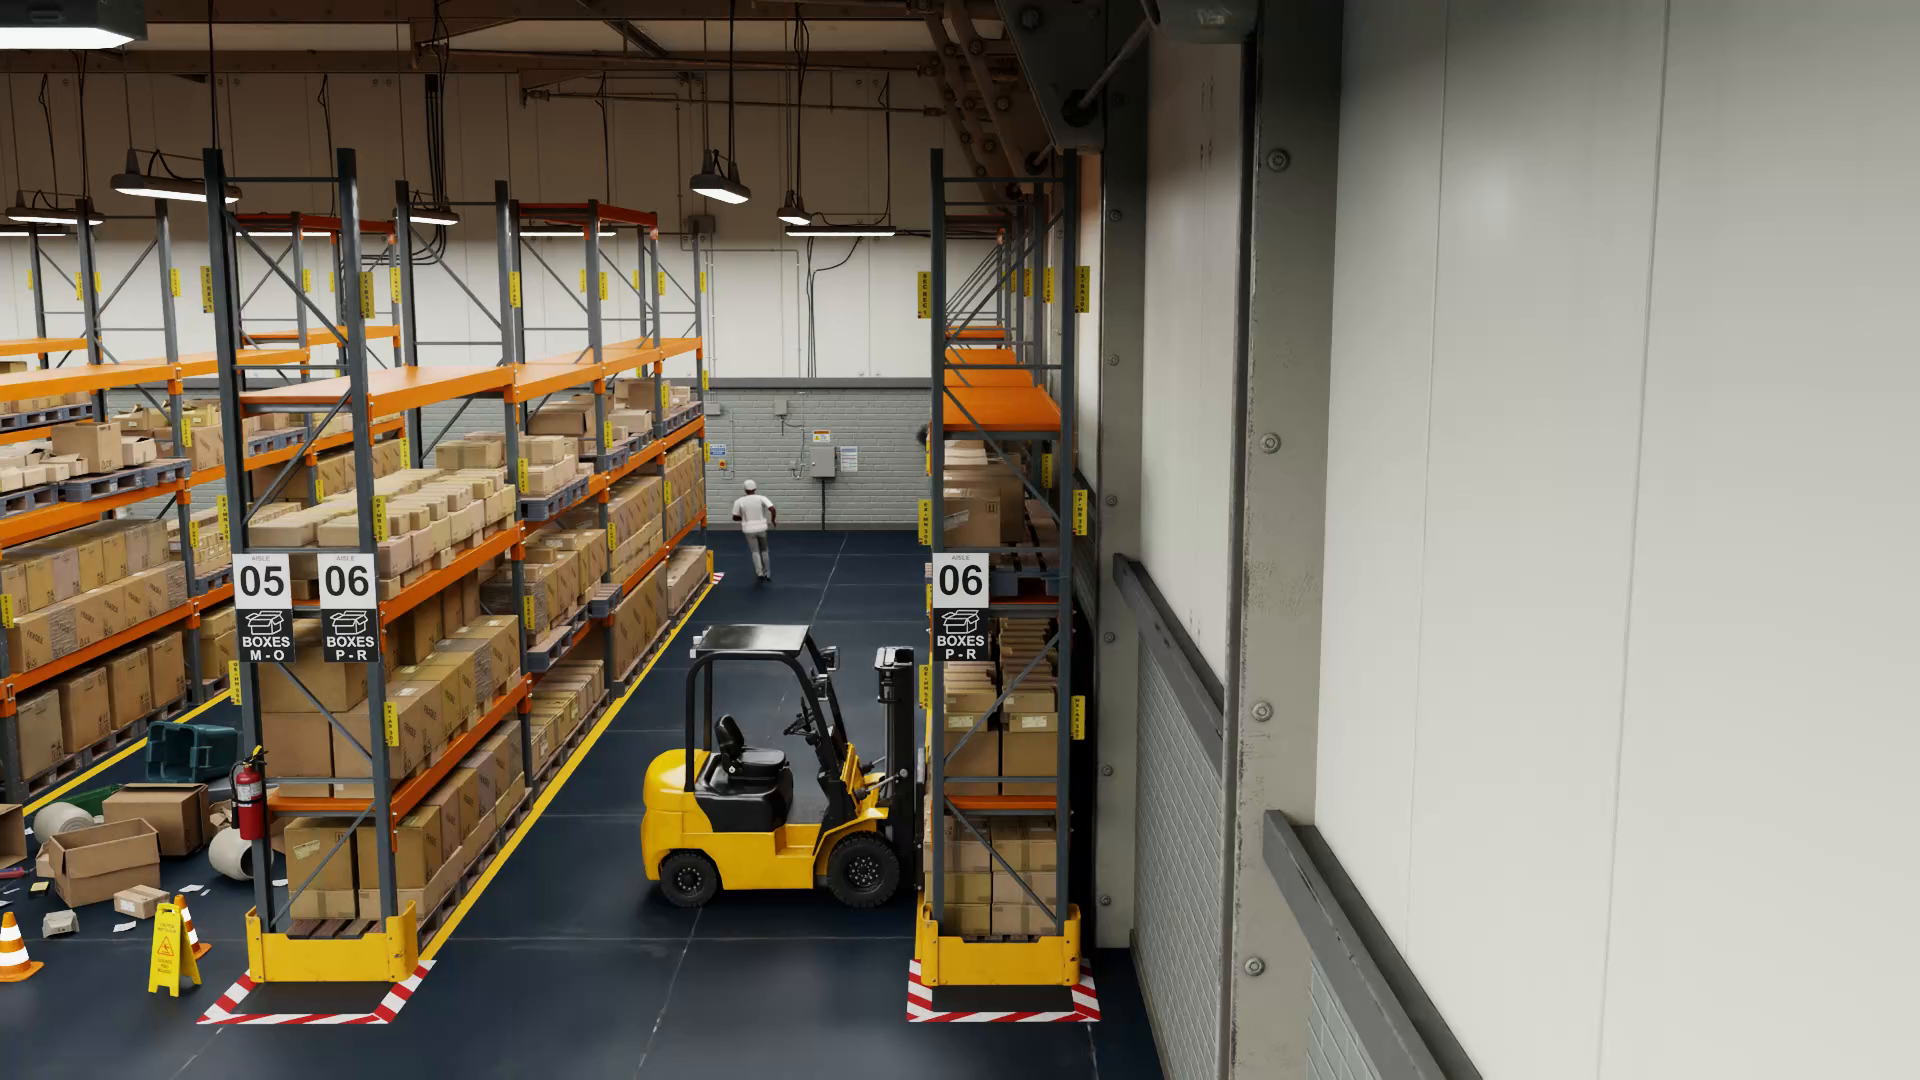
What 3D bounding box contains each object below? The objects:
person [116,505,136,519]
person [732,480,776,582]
[{"bbox_3d":[-14.833,-0.369,29.233,0.565,1.739,0.671,0,9,1],"label":"person"},{"bbox_3d":[-3.444,-0.133,27.827,0.728,1.755,0.911,-1,9,-9],"label":"person"}]
